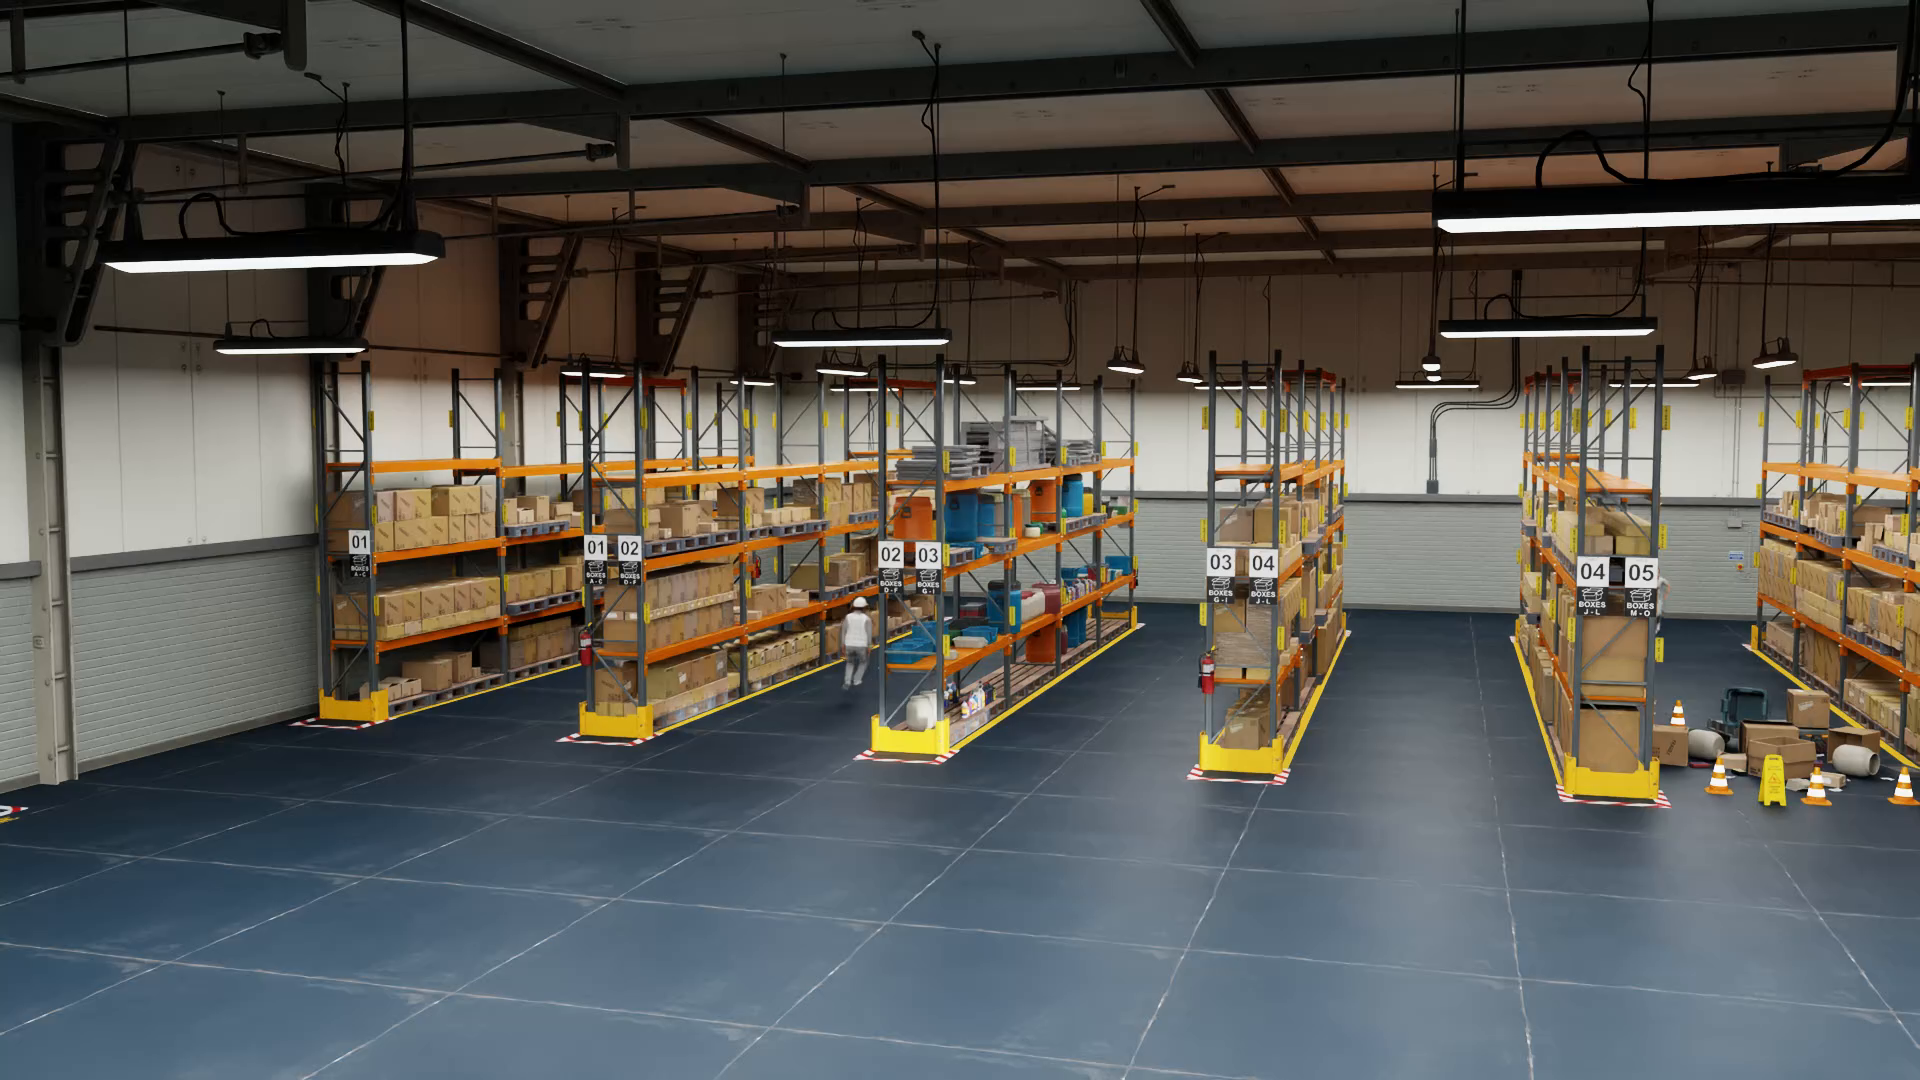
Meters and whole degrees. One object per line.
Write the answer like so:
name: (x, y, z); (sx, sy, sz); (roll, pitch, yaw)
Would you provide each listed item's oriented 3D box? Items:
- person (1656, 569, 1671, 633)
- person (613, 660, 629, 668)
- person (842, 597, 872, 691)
person: (16.381, 1.425, 39.098); (0.606, 1.577, 0.690); (2, 5, 27)
person: (-6.174, 1.954, 30.336); (0.523, 1.735, 0.963); (0, 4, 4)
person: (-1.832, 1.861, 29.799); (0.565, 1.684, 0.575); (1, 4, 17)
